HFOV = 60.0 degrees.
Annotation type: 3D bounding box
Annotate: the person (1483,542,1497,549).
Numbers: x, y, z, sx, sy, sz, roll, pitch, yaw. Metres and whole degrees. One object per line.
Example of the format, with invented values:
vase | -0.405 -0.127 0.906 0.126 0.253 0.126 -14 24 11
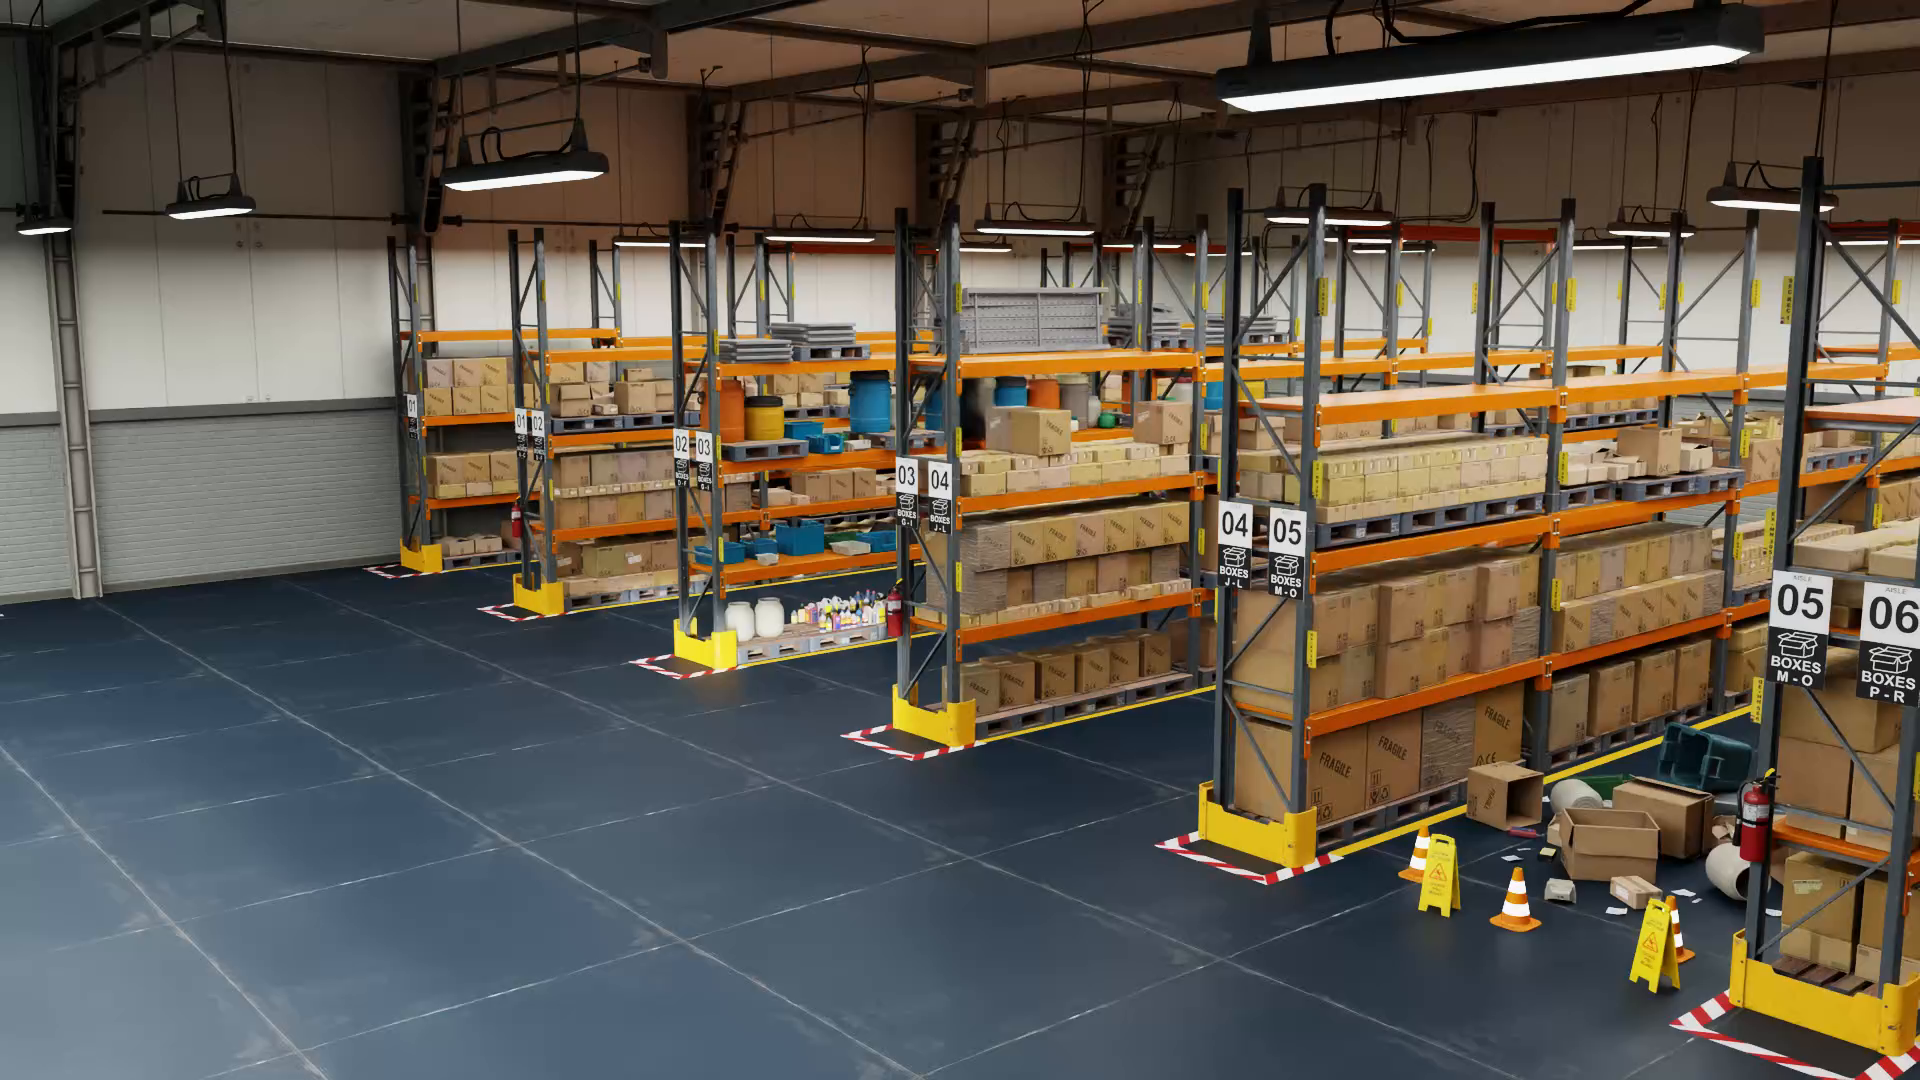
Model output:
person | 7.434 0.832 22.956 0.712 1.722 0.889 8 12 42
